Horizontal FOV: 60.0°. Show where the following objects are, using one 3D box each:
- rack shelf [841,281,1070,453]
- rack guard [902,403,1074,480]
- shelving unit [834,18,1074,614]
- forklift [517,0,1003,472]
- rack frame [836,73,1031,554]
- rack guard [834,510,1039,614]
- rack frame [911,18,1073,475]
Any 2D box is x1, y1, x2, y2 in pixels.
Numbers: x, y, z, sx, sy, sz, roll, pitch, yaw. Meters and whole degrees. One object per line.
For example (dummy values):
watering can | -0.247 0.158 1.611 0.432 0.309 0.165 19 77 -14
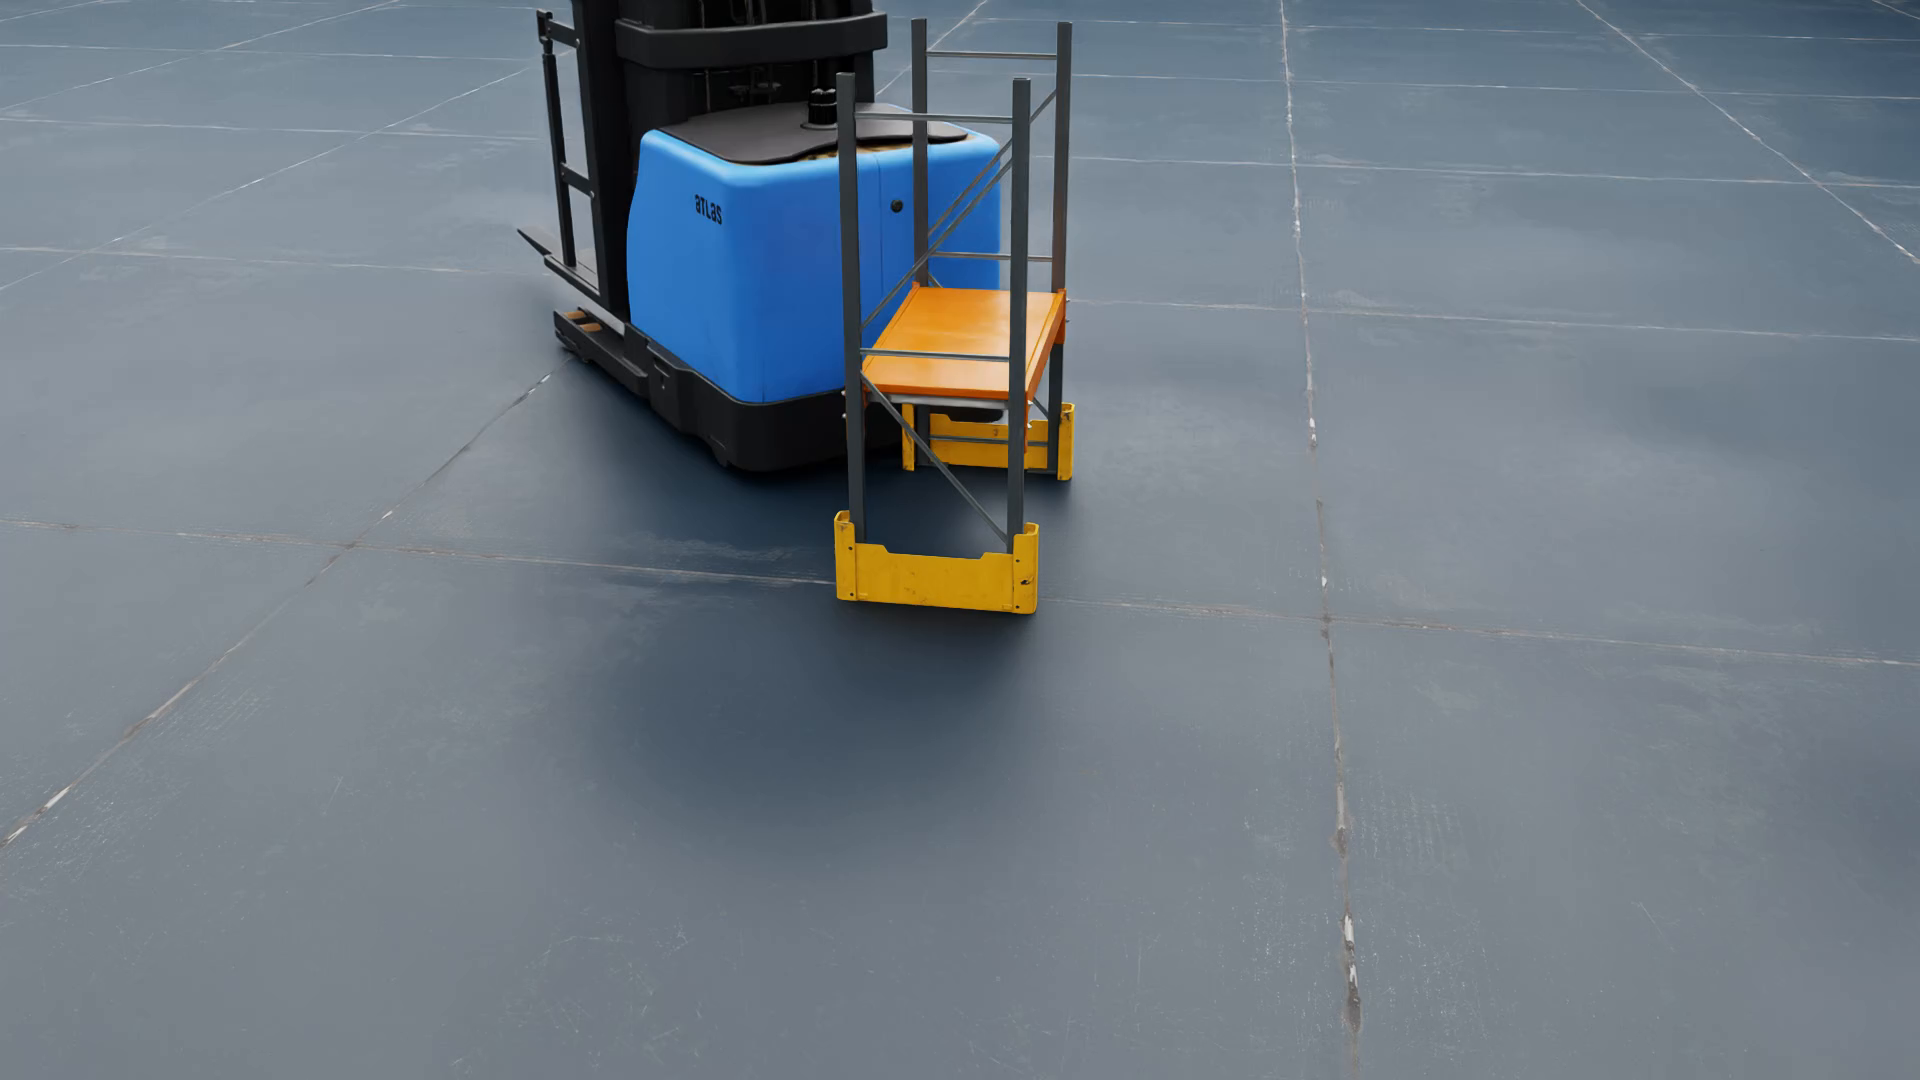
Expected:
rack shelf | 0.014 -0.552 5.084 0.538 0.185 1.000 4 25 9
rack guard | 0.095 -0.353 5.709 0.587 0.250 0.087 4 25 9
shelving unit | 0.013 -0.711 5.000 0.587 1.500 1.083 4 25 9
forklift | -1.034 -2.138 6.359 1.130 2.935 3.031 -14 29 -28
rack frame | -0.069 -0.502 4.553 0.500 1.500 0.032 4 25 9
rack guard | -0.069 0.063 4.820 0.587 0.250 0.087 4 25 9
rack frame | 0.098 -0.927 5.462 0.500 1.500 0.032 4 25 9
